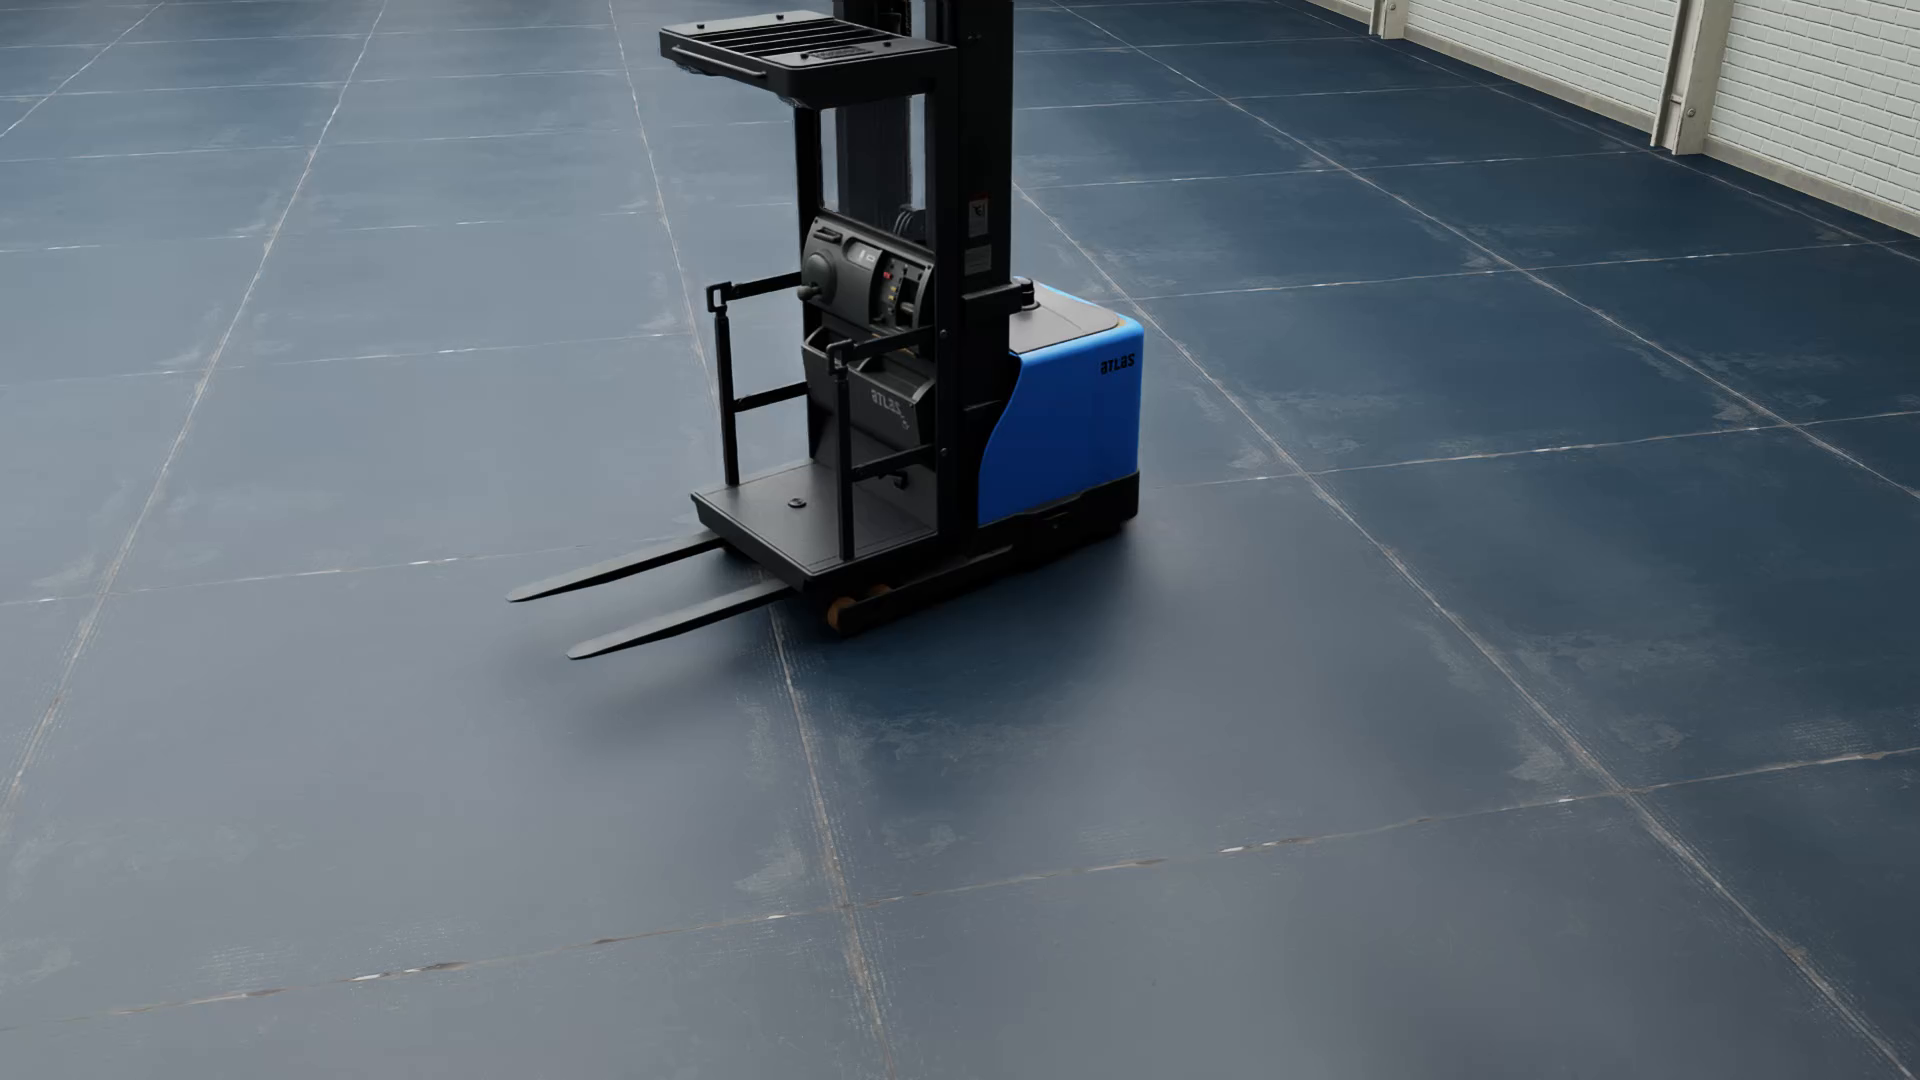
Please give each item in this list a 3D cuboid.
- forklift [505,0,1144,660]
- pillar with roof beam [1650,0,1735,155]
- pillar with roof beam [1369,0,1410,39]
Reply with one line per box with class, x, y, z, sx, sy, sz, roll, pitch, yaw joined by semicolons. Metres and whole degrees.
forklift;-0.584;-1.155;7.286;3.031;2.935;1.130;-19;32;-33
pillar with roof beam;2.466;-7.213;12.553;9.100;9.000;0.400;-6;27;-12
pillar with roof beam;1.114;-9.847;17.772;9.100;9.000;0.400;-6;27;-12
